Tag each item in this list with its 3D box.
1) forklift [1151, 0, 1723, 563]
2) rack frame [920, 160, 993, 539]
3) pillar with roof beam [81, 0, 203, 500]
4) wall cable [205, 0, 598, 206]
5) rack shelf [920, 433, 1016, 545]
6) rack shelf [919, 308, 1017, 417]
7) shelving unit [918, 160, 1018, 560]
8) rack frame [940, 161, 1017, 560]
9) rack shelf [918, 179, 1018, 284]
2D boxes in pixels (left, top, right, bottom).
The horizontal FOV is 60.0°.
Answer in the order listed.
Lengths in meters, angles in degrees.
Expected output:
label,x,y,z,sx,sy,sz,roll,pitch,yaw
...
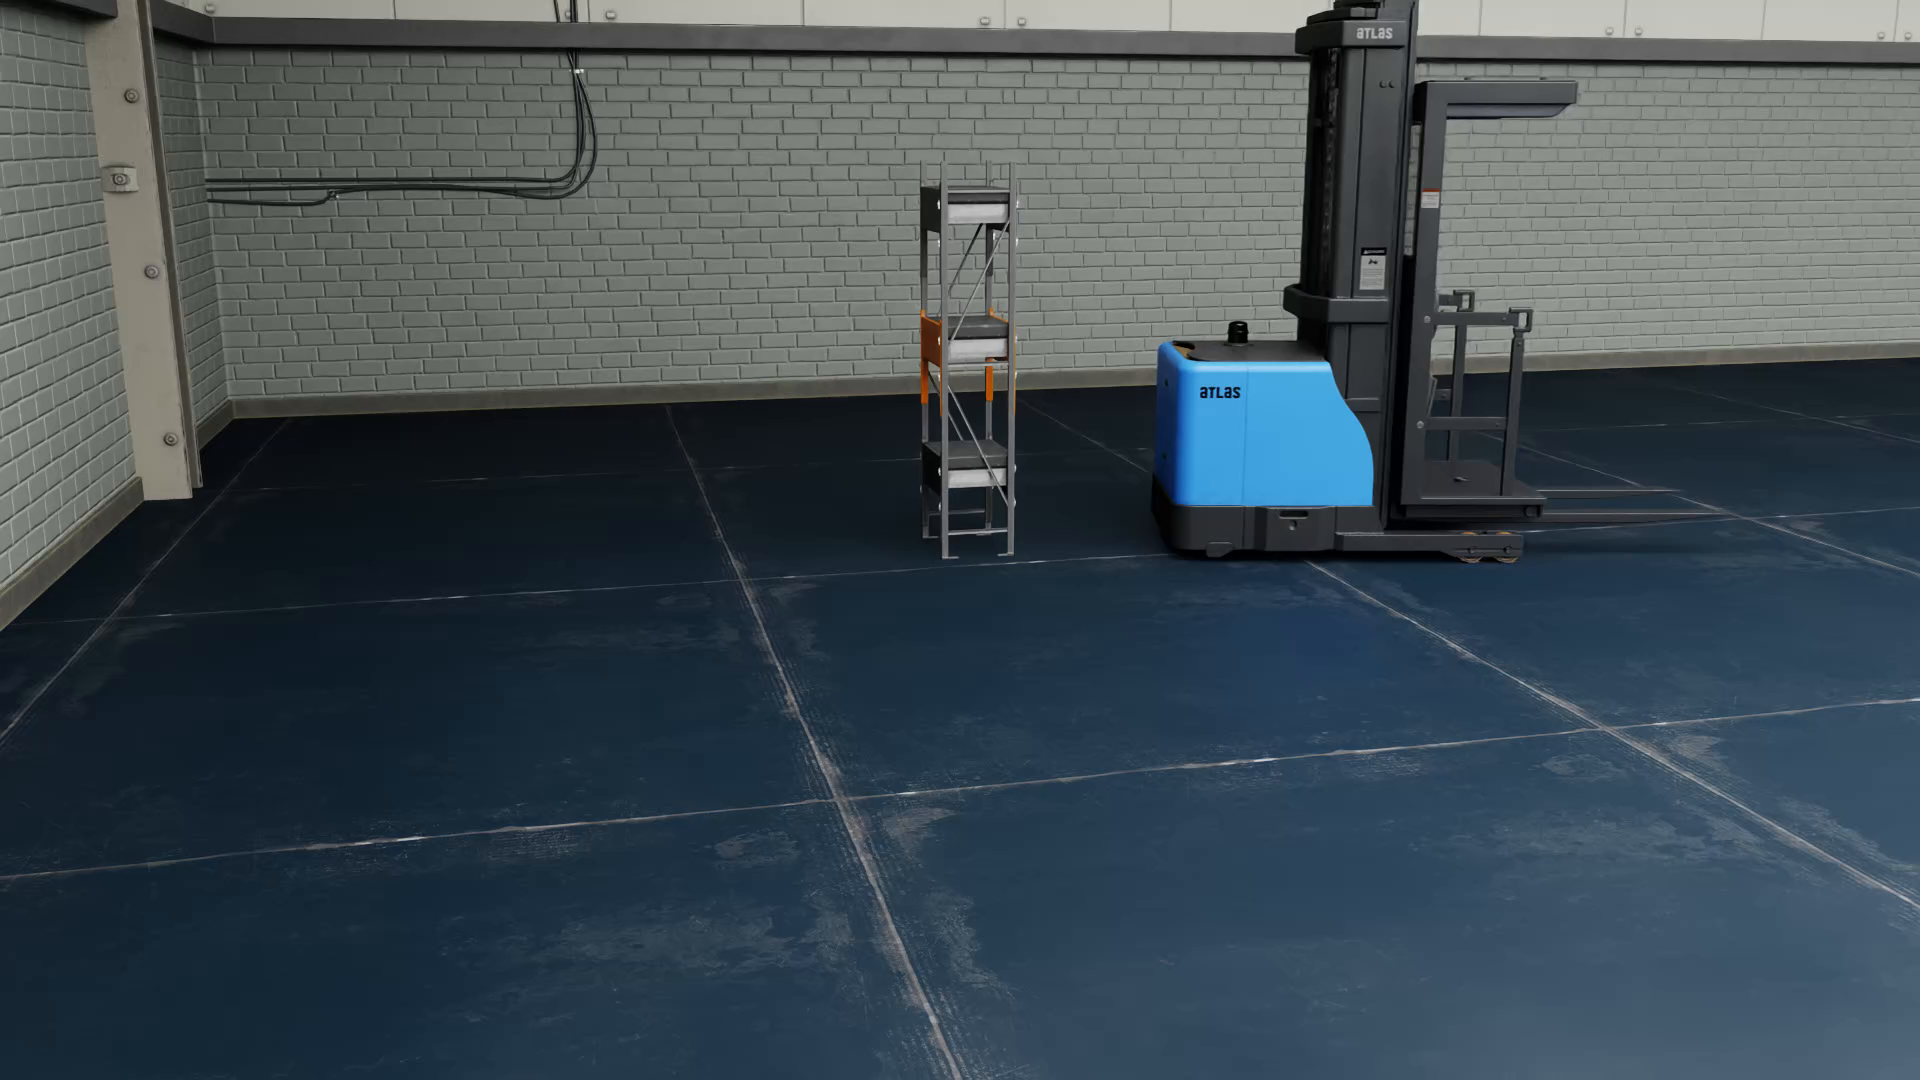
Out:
label,x,y,z,sx,sy,sz,roll,pitch,yaw
forklift,2.647,-1.427,9.091,3.031,2.935,1.130,0,14,0
rack frame,-0.018,-1.038,9.252,0.400,2.100,0.015,-3,14,-13
pillar with roof beam,-0.872,-4.912,10.573,9.100,9.000,0.400,-3,14,-13
wall cable,-4.463,-3.917,13.043,3.097,2.526,0.112,-3,14,-13
rack shelf,0.039,-0.289,9.191,0.431,0.518,0.480,-3,14,-13
rack shelf,0.039,-0.969,9.025,0.431,0.518,0.480,-3,14,-13
shelving unit,0.039,-0.982,9.022,0.431,2.100,0.503,-3,14,-13
rack frame,0.096,-0.926,8.791,0.400,2.100,0.015,-3,14,-13
rack shelf,0.039,-1.649,8.859,0.431,0.518,0.480,-3,14,-13
